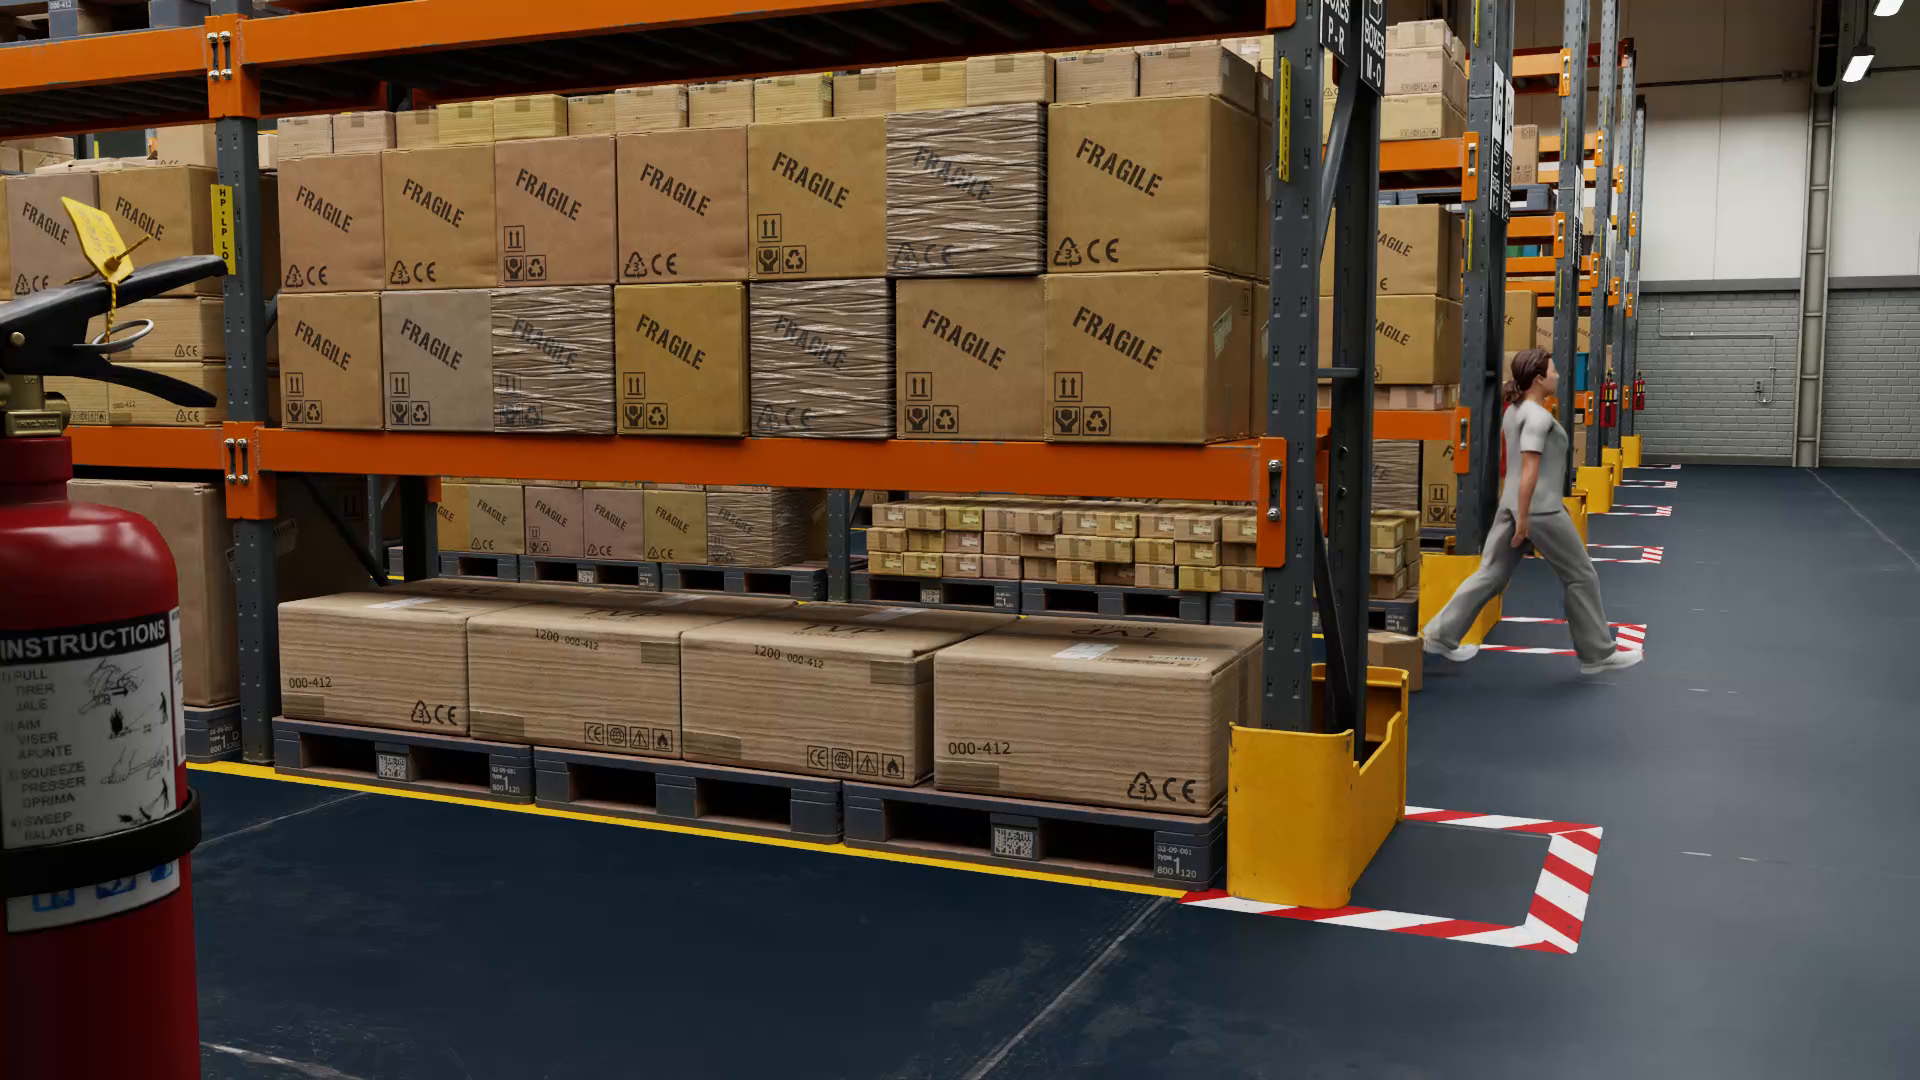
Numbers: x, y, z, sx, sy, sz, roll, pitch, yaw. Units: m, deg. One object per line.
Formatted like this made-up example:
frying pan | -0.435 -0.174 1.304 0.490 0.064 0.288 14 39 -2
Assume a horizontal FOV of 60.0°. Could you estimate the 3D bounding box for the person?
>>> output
person | 2.845 -0.142 8.274 1.080 1.617 0.445 -1 6 -7
